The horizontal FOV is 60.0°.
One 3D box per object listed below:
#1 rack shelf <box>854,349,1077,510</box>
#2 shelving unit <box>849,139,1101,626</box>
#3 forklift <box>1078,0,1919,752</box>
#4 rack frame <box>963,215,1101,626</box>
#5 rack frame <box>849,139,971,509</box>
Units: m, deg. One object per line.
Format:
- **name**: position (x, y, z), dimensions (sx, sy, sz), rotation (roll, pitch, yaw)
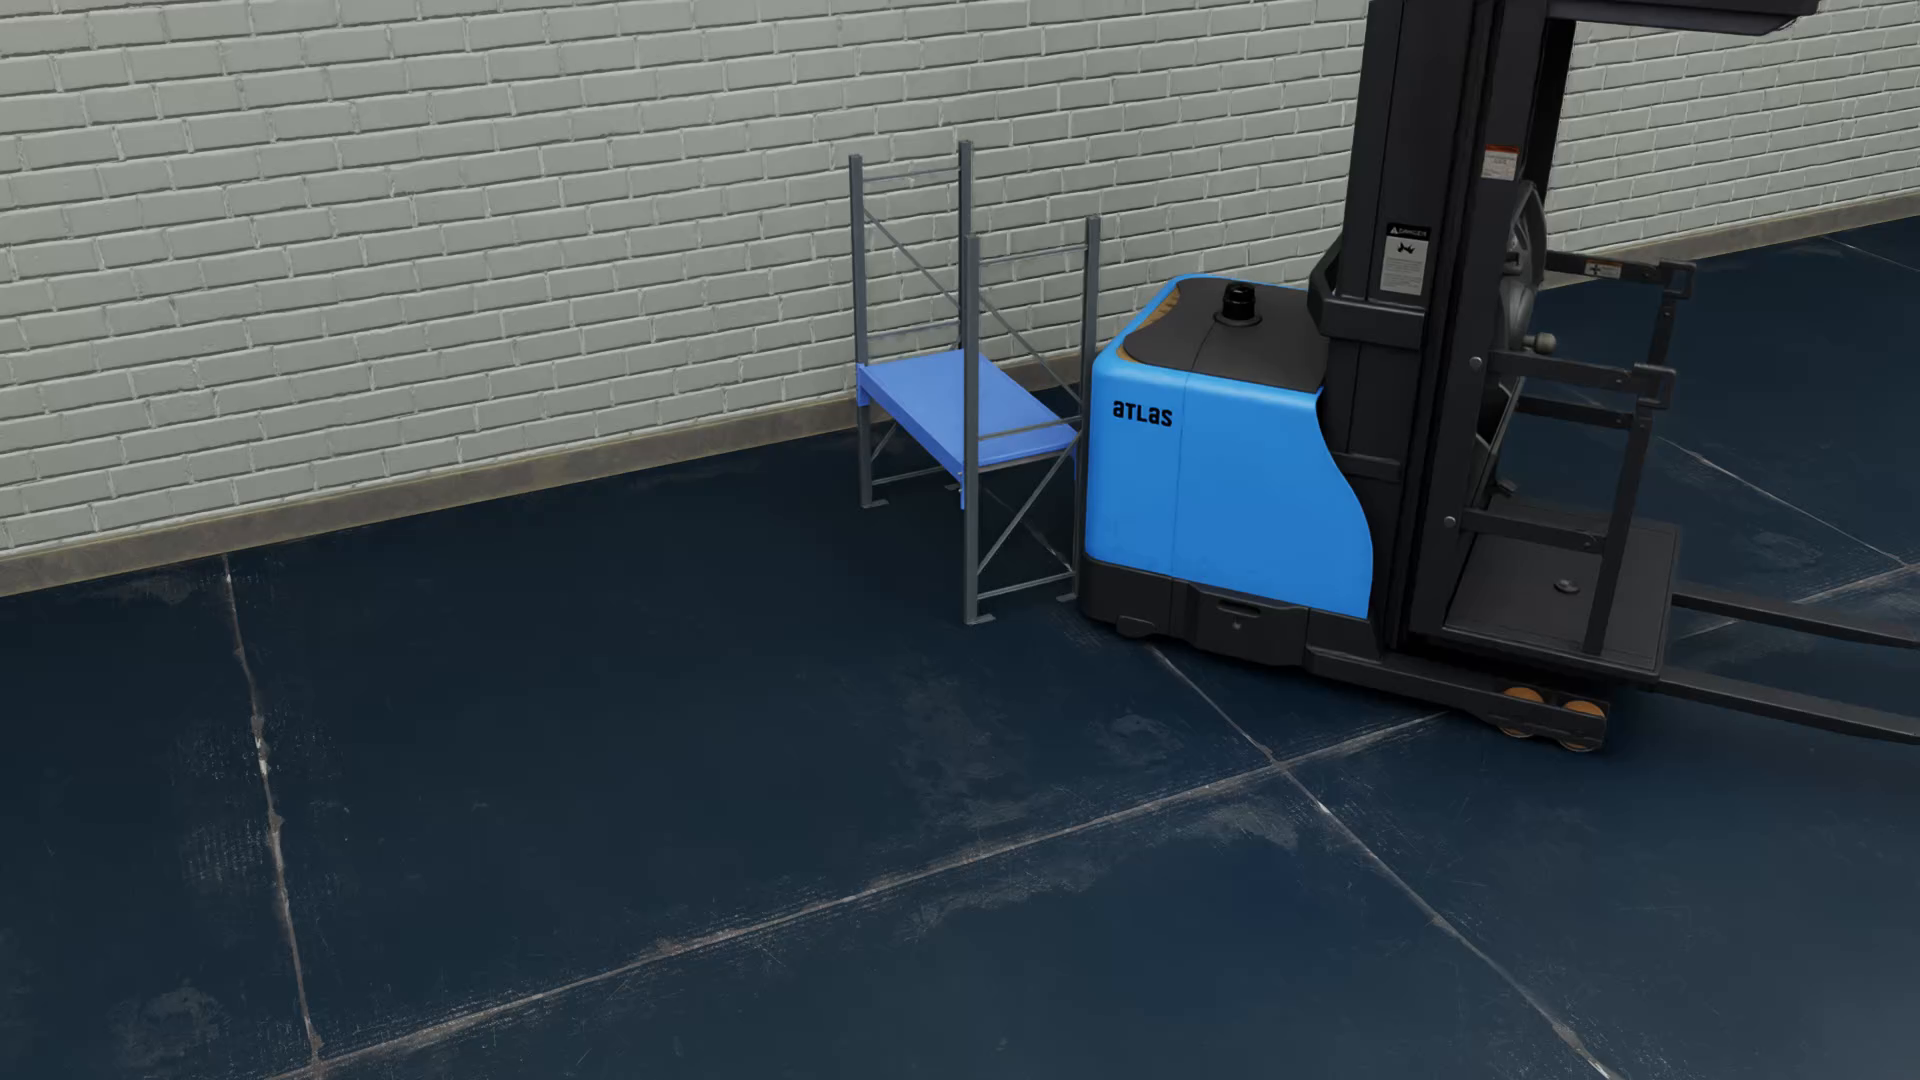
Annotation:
- **rack shelf**: position (0.029, -0.462, 6.407), dimensions (0.538, 0.185, 1.000), rotation (-13, 32, -22)
- **shelving unit**: position (0.029, -0.618, 6.319), dimensions (0.538, 1.500, 1.048), rotation (-13, 32, -22)
- **forklift**: position (2.000, -0.874, 5.312), dimensions (3.031, 2.935, 1.130), rotation (12, 32, 21)
- **rack frame**: position (0.246, -0.394, 5.918), dimensions (0.500, 1.500, 0.032), rotation (-13, 32, -22)
- **rack frame**: position (-0.188, -0.843, 6.721), dimensions (0.500, 1.500, 0.032), rotation (-13, 32, -22)
